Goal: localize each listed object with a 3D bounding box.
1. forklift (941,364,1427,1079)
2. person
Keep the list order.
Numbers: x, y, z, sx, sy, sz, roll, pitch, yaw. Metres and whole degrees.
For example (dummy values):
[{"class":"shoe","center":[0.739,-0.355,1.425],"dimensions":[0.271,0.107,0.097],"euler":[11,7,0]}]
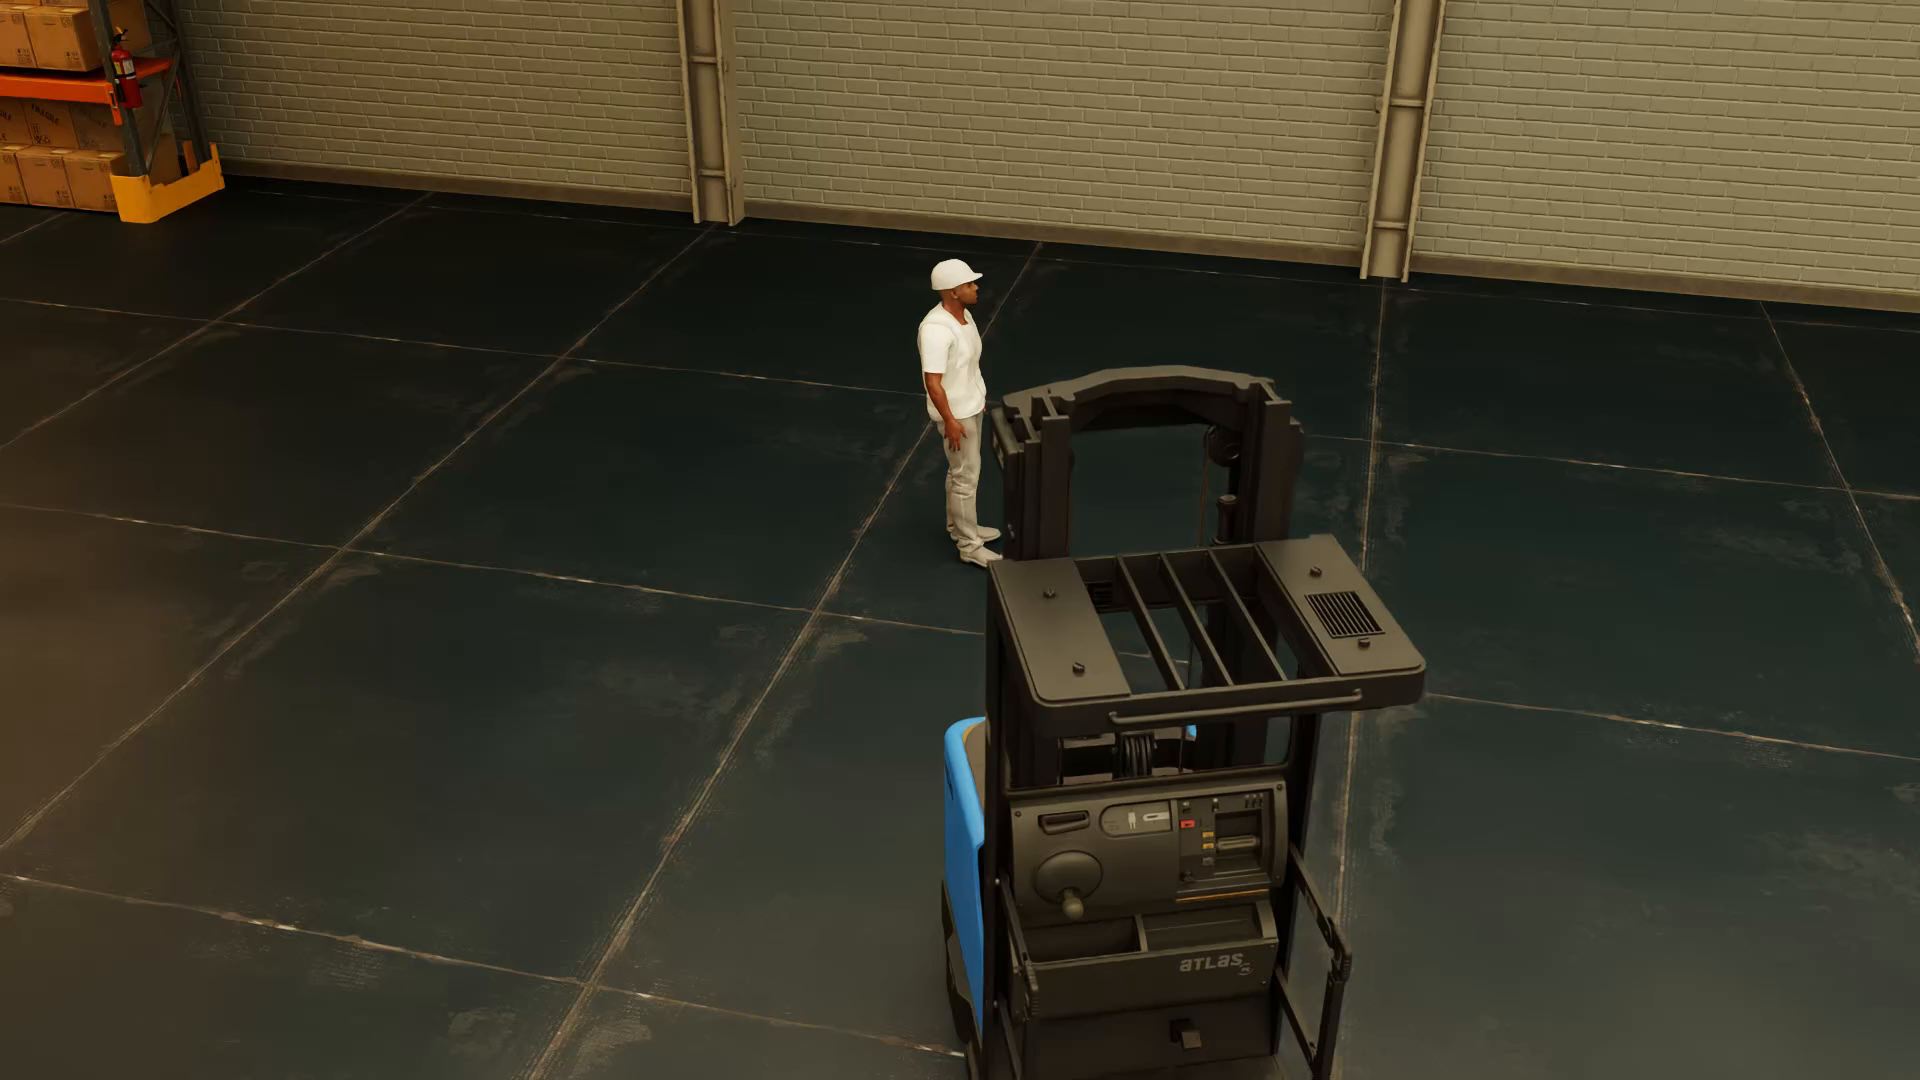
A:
[{"class":"forklift","center":[0.663,1.061,5.298],"dimensions":[1.130,2.935,3.031],"euler":[-4,30,-8]},{"class":"person","center":[0.066,-0.764,9.685],"dimensions":[0.577,1.765,0.665],"euler":[7,30,12]}]
